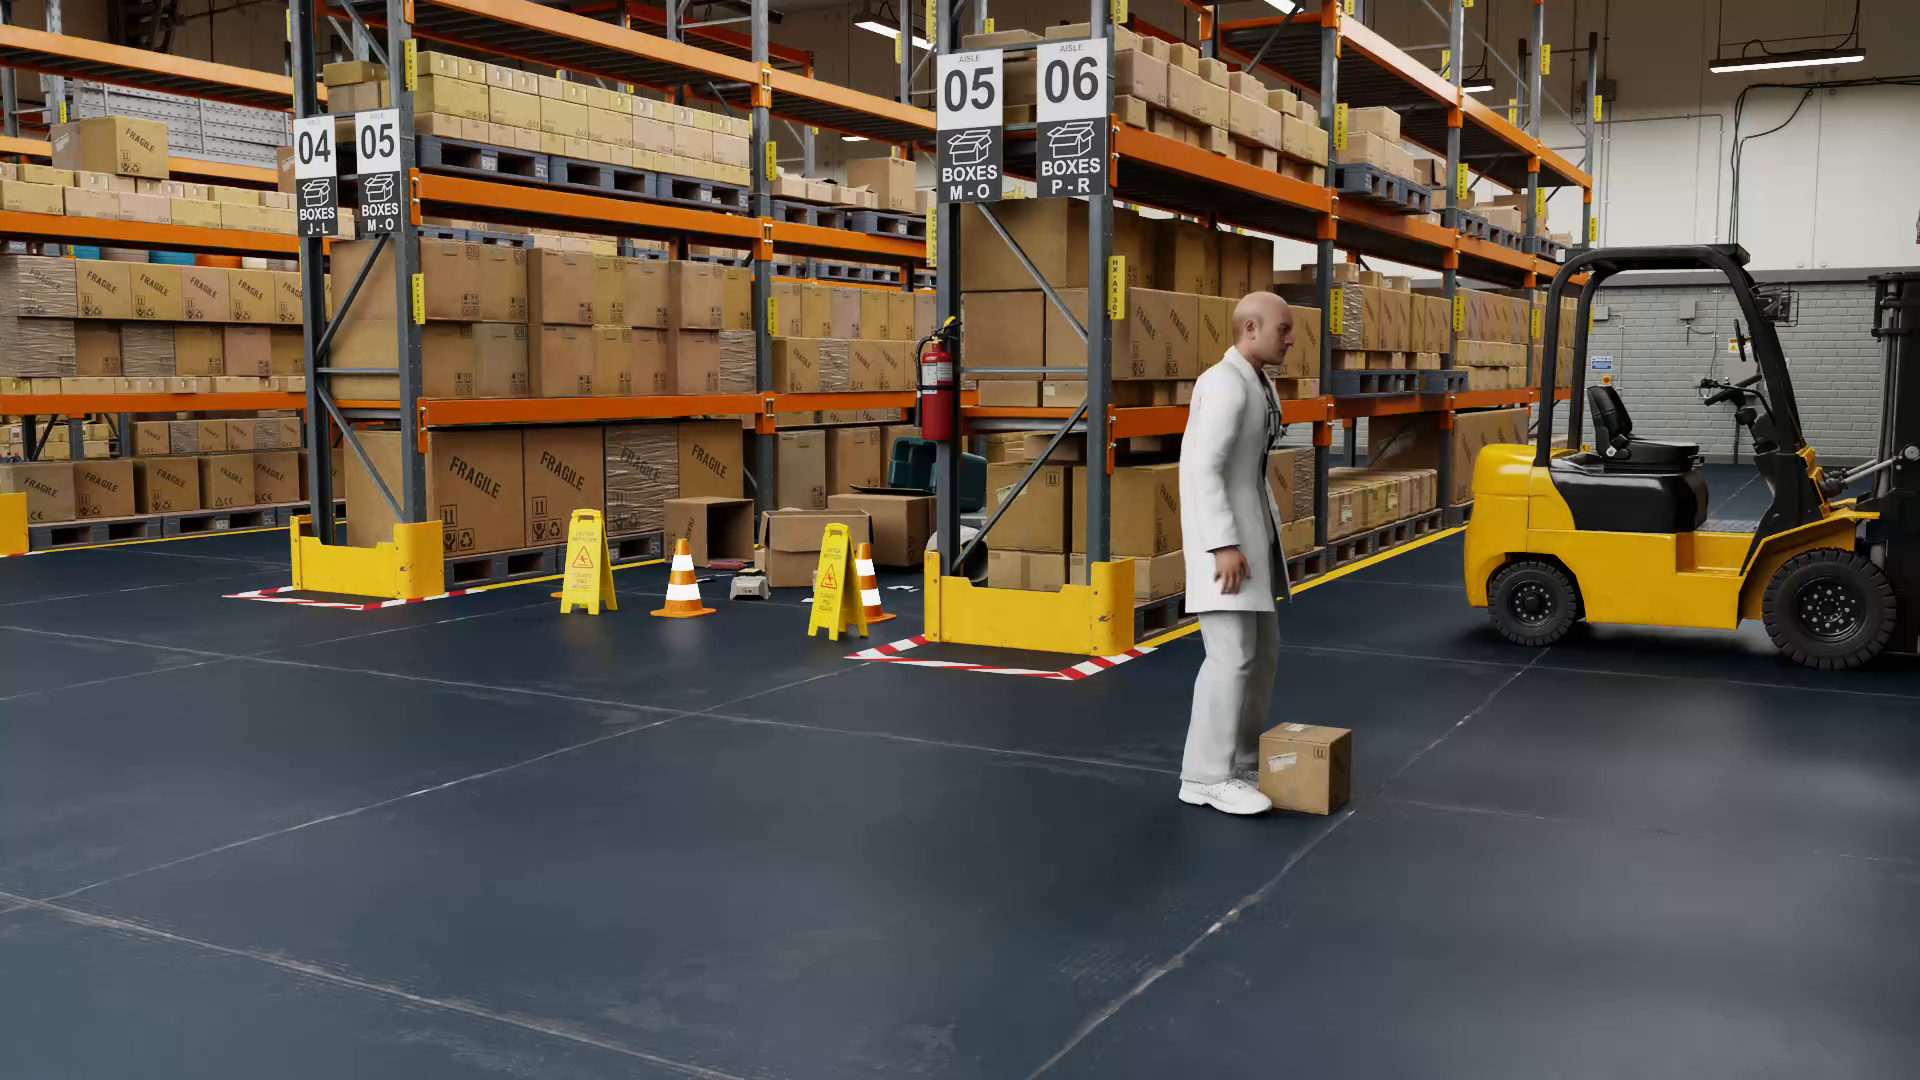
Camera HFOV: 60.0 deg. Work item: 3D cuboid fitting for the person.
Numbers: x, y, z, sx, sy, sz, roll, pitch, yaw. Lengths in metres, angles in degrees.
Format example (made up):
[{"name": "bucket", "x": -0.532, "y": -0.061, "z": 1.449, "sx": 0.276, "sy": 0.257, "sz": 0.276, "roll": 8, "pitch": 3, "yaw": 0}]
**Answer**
[{"name": "person", "x": 0.985, "y": 0.023, "z": 5.840, "sx": 0.415, "sy": 1.774, "sz": 0.654, "roll": 3, "pitch": 7, "yaw": 27}]
